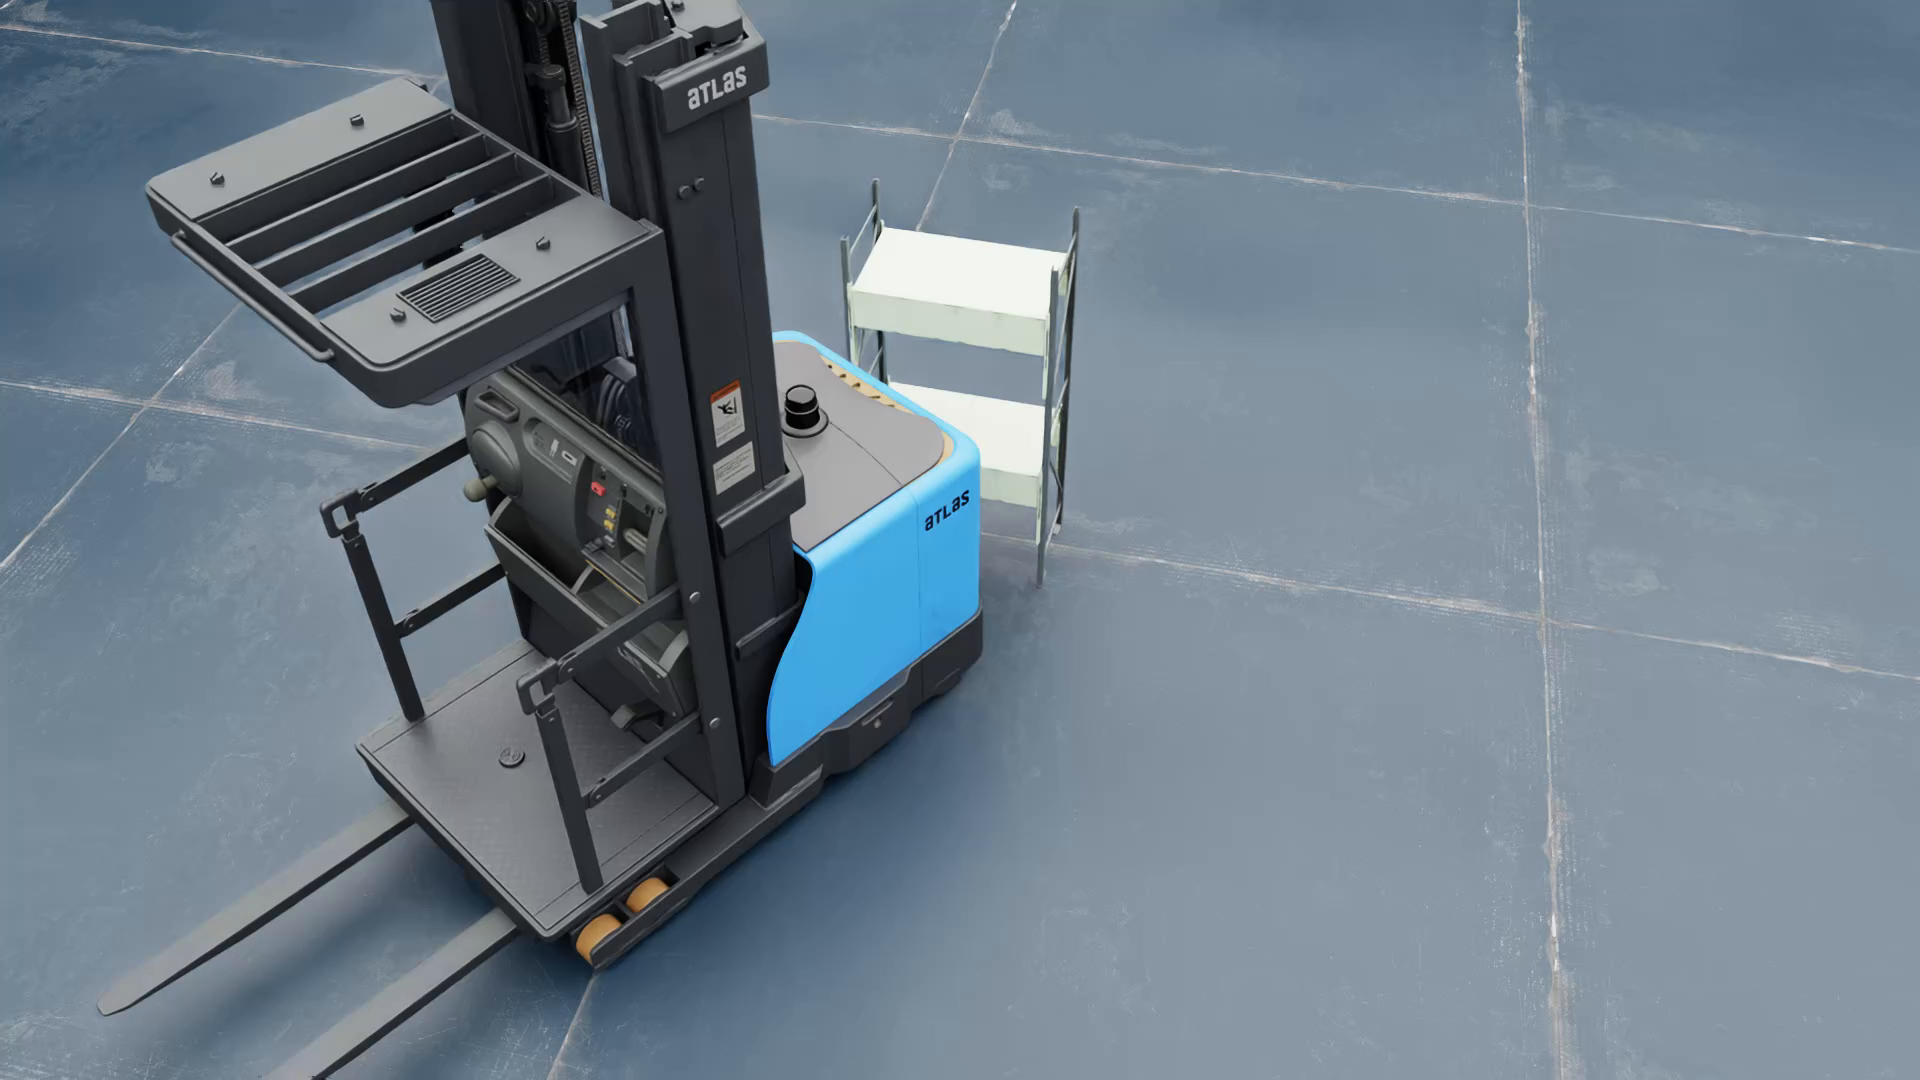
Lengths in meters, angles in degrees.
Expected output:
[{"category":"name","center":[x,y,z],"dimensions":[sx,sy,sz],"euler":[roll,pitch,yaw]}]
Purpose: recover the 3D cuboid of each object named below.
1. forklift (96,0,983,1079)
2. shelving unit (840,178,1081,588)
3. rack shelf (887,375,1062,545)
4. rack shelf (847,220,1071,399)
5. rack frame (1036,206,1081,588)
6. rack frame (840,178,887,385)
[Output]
[{"category":"forklift","center":[-1.301,-0.099,4.739],"dimensions":[1.130,2.935,3.031],"euler":[34,53,30]},{"category":"shelving unit","center":[0.007,-0.550,6.240],"dimensions":[0.755,1.500,0.431],"euler":[10,45,10]},{"category":"rack shelf","center":[0.007,-0.315,6.466],"dimensions":[0.720,0.370,0.431],"euler":[10,45,10]},{"category":"rack shelf","center":[0.007,-0.831,5.969],"dimensions":[0.720,0.370,0.431],"euler":[10,45,10]},{"category":"rack frame","center":[0.362,-0.486,6.174],"dimensions":[0.023,1.500,0.400],"euler":[10,45,10]},{"category":"rack frame","center":[-0.347,-0.613,6.305],"dimensions":[0.023,1.500,0.400],"euler":[10,45,10]}]
